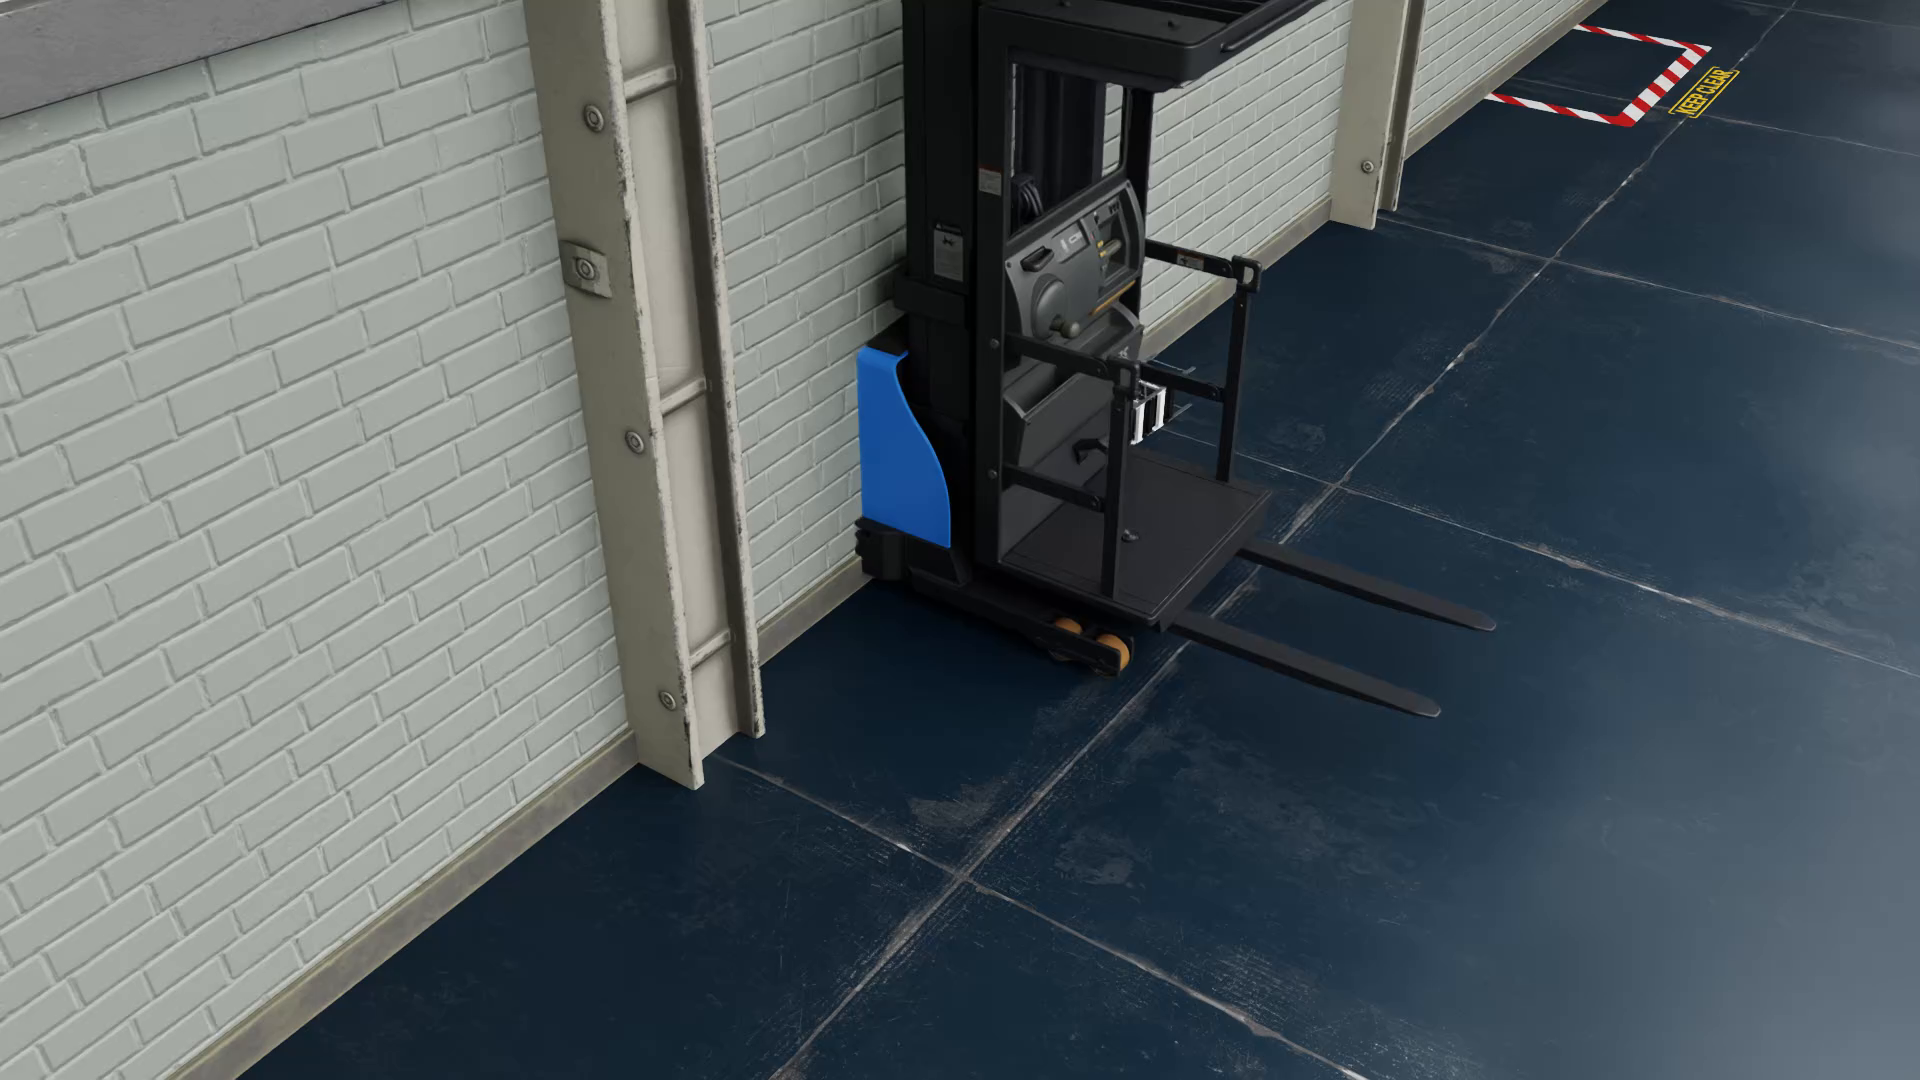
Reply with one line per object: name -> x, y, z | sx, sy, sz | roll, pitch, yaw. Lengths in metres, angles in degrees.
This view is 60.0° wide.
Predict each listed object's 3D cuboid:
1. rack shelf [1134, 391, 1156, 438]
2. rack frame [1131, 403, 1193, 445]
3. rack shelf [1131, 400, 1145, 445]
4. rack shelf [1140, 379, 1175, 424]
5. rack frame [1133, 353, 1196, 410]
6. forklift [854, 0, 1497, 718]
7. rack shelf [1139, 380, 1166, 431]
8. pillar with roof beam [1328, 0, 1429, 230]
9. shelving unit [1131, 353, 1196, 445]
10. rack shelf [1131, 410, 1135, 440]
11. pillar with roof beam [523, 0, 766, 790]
rack shelf -> 0.811, -0.629, 7.987 | 0.258, 0.200, 0.077 | 25, 41, 32
rack frame -> 0.774, -0.520, 8.007 | 0.240, 0.006, 0.900 | 25, 41, 32
rack shelf -> 0.754, -0.591, 7.929 | 0.258, 0.200, 0.077 | 25, 41, 32
rack shelf -> 0.924, -0.706, 8.104 | 0.258, 0.200, 0.077 | 25, 41, 32
rack frame -> 0.776, -0.690, 7.894 | 0.240, 0.006, 0.900 | 25, 41, 32
forklift -> 0.614, -1.021, 6.143 | 3.031, 2.935, 1.130 | 20, 39, 27
rack shelf -> 0.868, -0.668, 8.045 | 0.258, 0.200, 0.077 | 25, 41, 32
pillar with roof beam -> 5.998, -4.360, 5.664 | 9.100, 9.000, 0.400 | 21, 39, 28
shelving unit -> 0.775, -0.605, 7.950 | 0.258, 0.210, 0.900 | 25, 41, 32
rack shelf -> 0.697, -0.552, 7.871 | 0.258, 0.200, 0.077 | 25, 41, 32
pillar with roof beam -> 2.577, -1.599, 1.581 | 9.100, 9.000, 0.400 | 21, 39, 28
